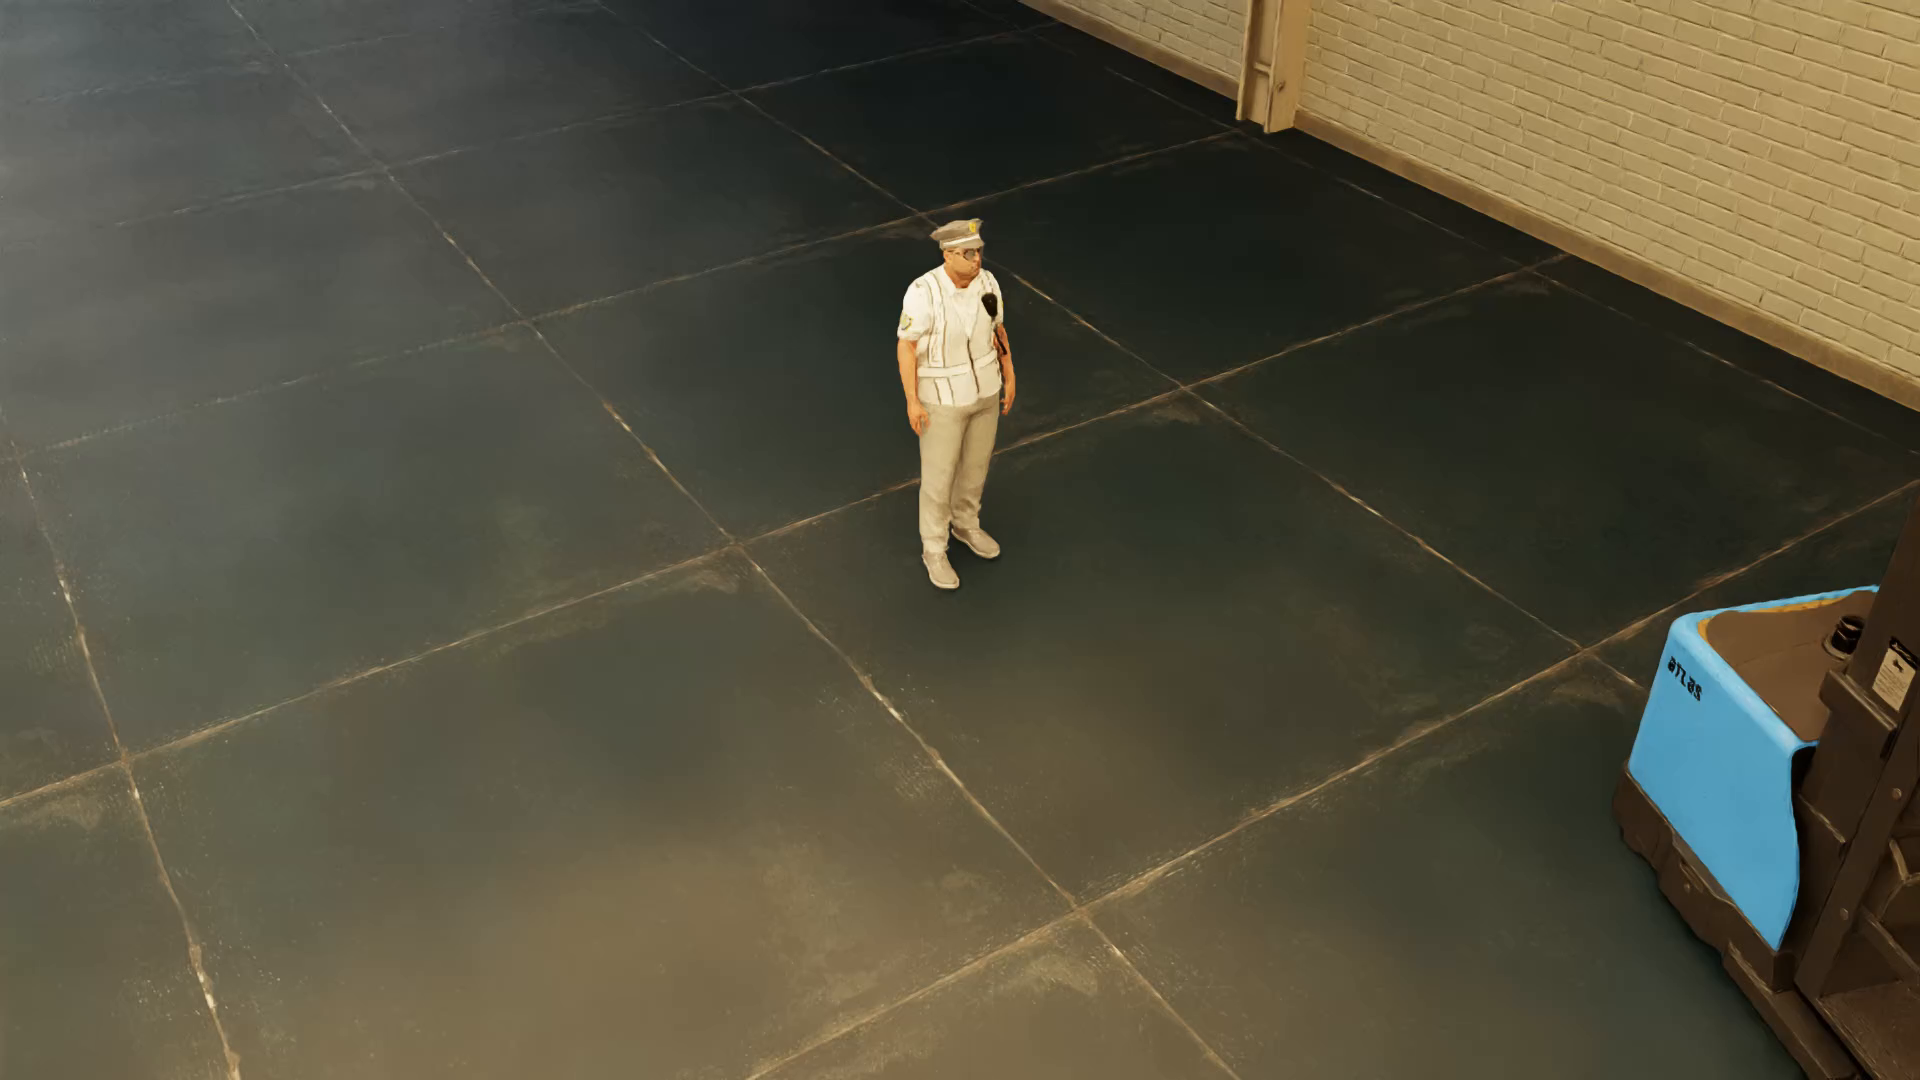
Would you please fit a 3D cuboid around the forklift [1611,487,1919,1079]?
[{"bbox_3d":[3.556,0.733,5.104,1.130,2.935,3.031,-8,36,-11],"label":"forklift"}]

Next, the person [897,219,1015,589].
[{"bbox_3d":[0.033,-0.695,8.121,0.640,1.781,0.574,-21,40,-27],"label":"person"}]
